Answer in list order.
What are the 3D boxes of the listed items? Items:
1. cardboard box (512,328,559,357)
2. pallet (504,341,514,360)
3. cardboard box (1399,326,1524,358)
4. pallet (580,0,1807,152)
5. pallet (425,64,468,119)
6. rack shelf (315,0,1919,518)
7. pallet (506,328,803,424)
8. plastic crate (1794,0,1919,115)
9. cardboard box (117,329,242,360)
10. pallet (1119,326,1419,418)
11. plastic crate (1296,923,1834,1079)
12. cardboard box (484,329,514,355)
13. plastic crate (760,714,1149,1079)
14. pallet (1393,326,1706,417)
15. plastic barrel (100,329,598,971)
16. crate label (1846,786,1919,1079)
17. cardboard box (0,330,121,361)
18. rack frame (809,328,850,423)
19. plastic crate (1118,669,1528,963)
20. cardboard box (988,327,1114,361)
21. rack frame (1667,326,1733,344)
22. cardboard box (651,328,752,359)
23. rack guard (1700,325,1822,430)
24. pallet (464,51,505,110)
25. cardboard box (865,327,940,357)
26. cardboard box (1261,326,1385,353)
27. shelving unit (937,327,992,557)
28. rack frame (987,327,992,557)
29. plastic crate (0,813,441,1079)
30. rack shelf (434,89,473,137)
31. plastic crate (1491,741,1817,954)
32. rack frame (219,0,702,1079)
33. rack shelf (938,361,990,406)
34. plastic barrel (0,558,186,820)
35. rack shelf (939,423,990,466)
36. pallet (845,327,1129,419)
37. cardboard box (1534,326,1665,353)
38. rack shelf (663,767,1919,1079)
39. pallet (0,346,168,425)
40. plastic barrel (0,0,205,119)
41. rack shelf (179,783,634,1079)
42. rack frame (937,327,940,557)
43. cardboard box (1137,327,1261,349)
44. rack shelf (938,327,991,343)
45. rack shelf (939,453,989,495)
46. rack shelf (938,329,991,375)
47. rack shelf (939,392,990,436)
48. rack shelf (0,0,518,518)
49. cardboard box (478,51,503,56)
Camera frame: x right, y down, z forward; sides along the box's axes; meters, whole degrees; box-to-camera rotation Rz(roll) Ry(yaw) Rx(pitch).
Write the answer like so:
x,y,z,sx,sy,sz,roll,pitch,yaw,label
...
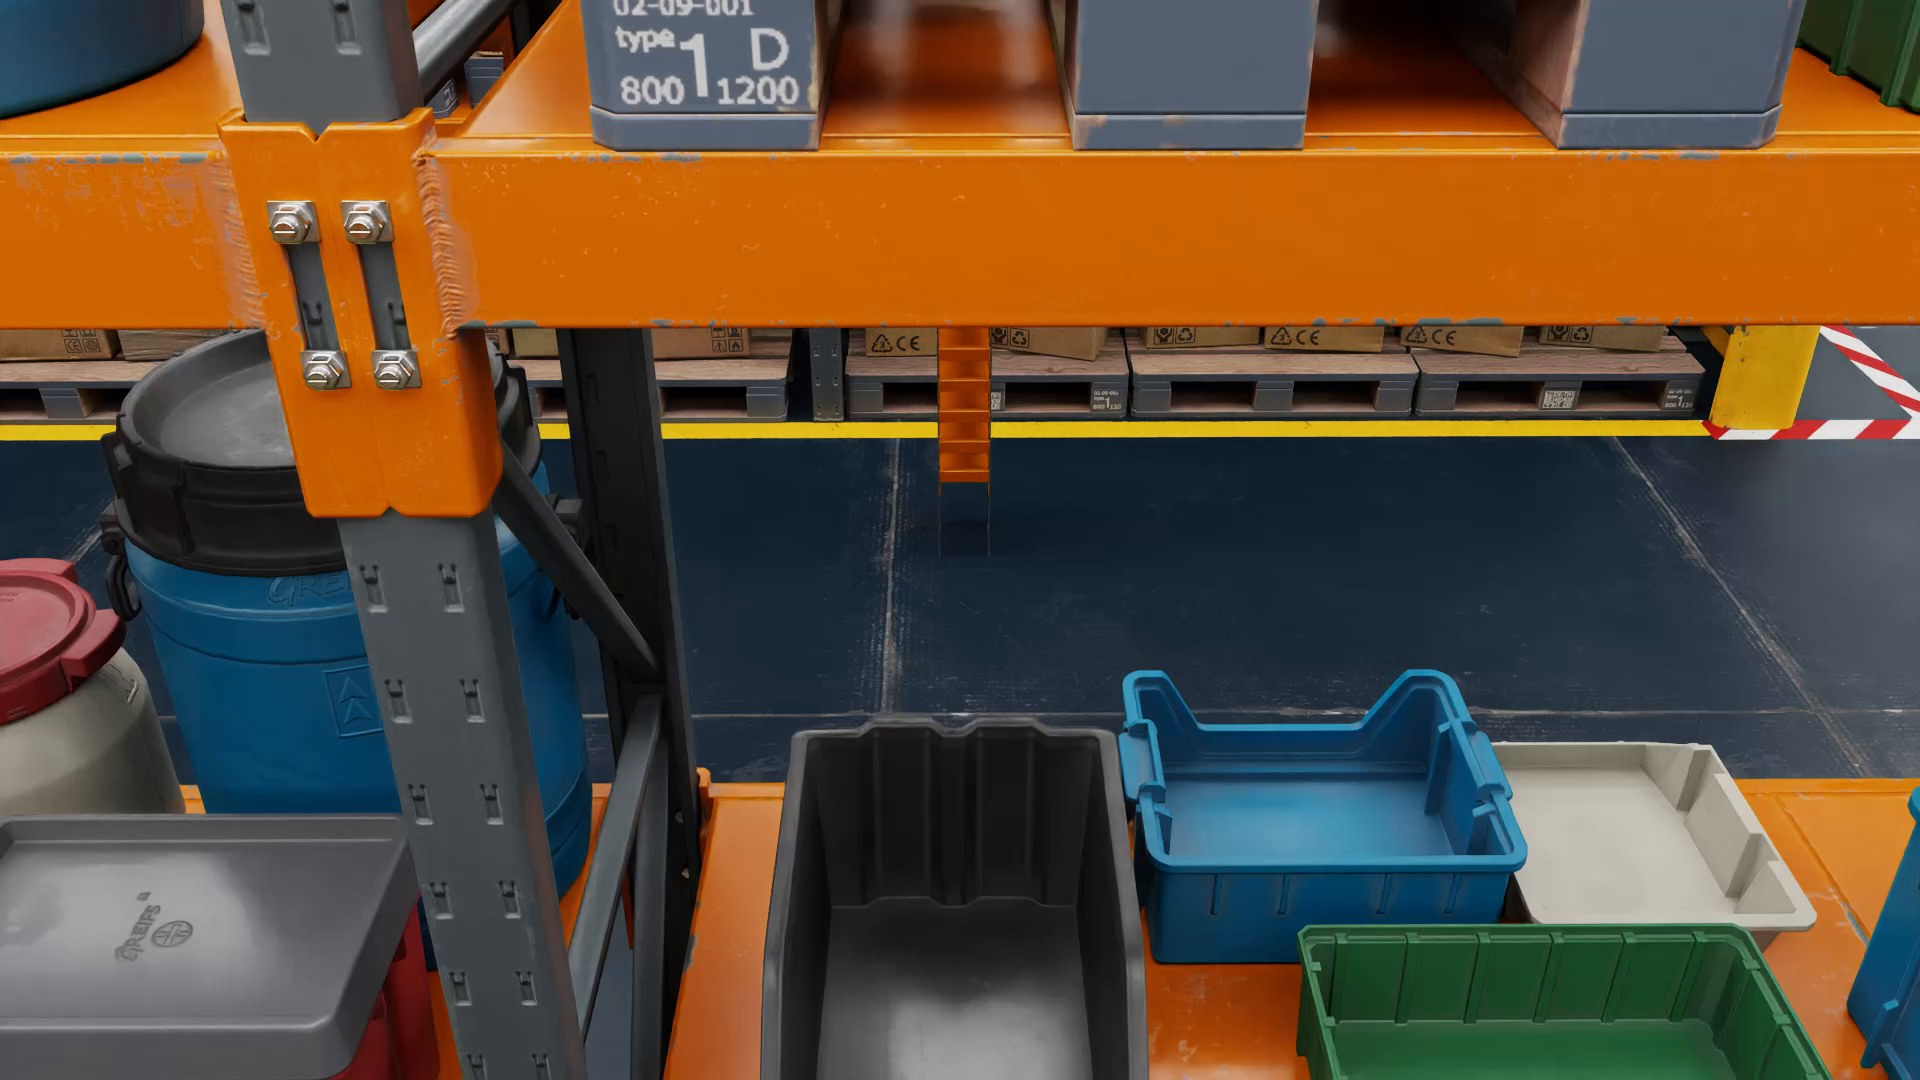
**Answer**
x,y,z,sx,sy,sz,roll,pitch,yaw,label
-1.654,-1.177,7.283,0.500,0.500,0.700,0,31,-1,cardboard box
-2.564,-0.839,7.429,1.213,0.211,1.003,0,31,0,pallet
2.215,-1.150,7.259,0.500,0.500,0.500,8,32,13,cardboard box
0.188,-0.725,1.844,1.003,0.211,1.213,0,31,0,pallet
-2.583,-1.973,6.794,1.213,0.211,1.003,0,31,0,pallet
1.467,-0.452,1.904,4.000,0.370,1.077,0,31,0,rack shelf
-1.341,-0.844,7.438,1.213,0.211,1.003,0,31,0,pallet
1.047,-0.526,1.538,0.450,0.188,0.336,0,31,0,plastic crate
-3.338,-1.167,7.268,0.500,0.500,0.700,-3,31,-4,cardboard box
1.332,-0.873,7.486,1.213,0.211,1.003,0,31,0,pallet
0.826,0.762,2.306,0.662,0.188,0.450,0,31,0,plastic crate
-2.213,-1.175,7.280,0.500,0.500,0.700,-3,31,-5,cardboard box
-0.008,0.620,2.396,0.504,0.338,0.767,0,31,0,plastic crate
2.549,-0.876,7.490,1.213,0.211,1.003,0,31,0,pallet
-0.921,0.159,2.613,0.708,0.901,0.600,0,31,0,plastic barrel
1.628,0.648,2.256,0.616,0.435,0.502,0,31,0,crate label
-3.893,-1.159,7.254,0.500,0.500,0.700,-2,31,-3,cardboard box
-0.563,-2.040,6.720,0.127,3.000,1.000,0,31,0,rack frame
0.572,0.449,2.762,0.616,0.251,0.499,0,31,0,plastic crate
0.410,-1.137,7.237,0.500,0.500,0.500,10,33,15,cardboard box
3.437,-2.052,6.741,0.127,3.000,1.000,0,31,0,rack frame
-1.177,-1.168,7.270,0.500,0.500,0.700,-2,31,-4,cardboard box
3.361,-0.983,7.389,0.348,0.500,1.175,0,31,0,rack guard
-1.328,-2.031,6.890,1.213,0.211,1.003,0,31,0,pallet
-0.162,-1.131,7.227,0.500,0.500,0.500,-1,31,-2,cardboard box
1.589,-1.158,7.272,0.500,0.500,0.500,3,31,4,cardboard box
0.014,-0.513,5.939,0.189,1.200,0.258,0,31,0,shelving unit
0.106,-0.513,5.939,0.006,1.200,0.240,0,31,0,rack frame
-1.015,0.662,2.205,0.583,0.464,0.402,0,31,0,plastic crate
-2.563,-1.726,6.896,4.000,0.370,1.077,0,31,0,rack shelf
1.090,0.506,2.779,0.437,0.136,0.530,0,31,0,plastic crate
-0.533,0.528,2.488,0.053,2.616,0.949,0,31,0,rack frame
0.014,-0.578,5.900,0.180,0.103,0.258,0,31,0,rack shelf
-1.491,0.361,2.633,0.433,0.535,0.433,0,31,0,plastic barrel
0.014,-0.372,6.024,0.180,0.103,0.258,0,31,0,rack shelf
0.109,-0.868,7.477,1.213,0.211,1.003,0,31,0,pallet
2.813,-1.170,7.291,0.500,0.500,0.500,5,32,9,cardboard box
1.467,0.831,2.682,4.000,0.370,1.077,0,31,0,rack shelf
-3.781,-0.837,7.425,1.213,0.211,1.003,0,31,0,pallet
-1.040,-0.853,1.389,0.708,0.901,0.600,0,31,0,plastic barrel
-2.533,0.843,2.662,4.000,0.370,1.077,0,31,0,rack shelf
-0.077,-0.513,5.938,0.006,1.200,0.240,0,31,0,rack frame
1.031,-1.179,7.307,0.500,0.500,0.500,-3,31,-5,cardboard box
0.014,-0.783,5.775,0.180,0.103,0.258,0,31,0,rack shelf
0.014,-0.270,6.086,0.180,0.103,0.258,0,31,0,rack shelf
0.014,-0.680,5.837,0.180,0.103,0.258,0,31,0,rack shelf
0.014,-0.475,5.962,0.180,0.103,0.258,0,31,0,rack shelf
-2.533,-0.439,1.884,4.000,0.370,1.077,0,31,0,rack shelf
-1.358,-2.546,6.571,1.000,1.000,1.000,0,31,0,cardboard box
